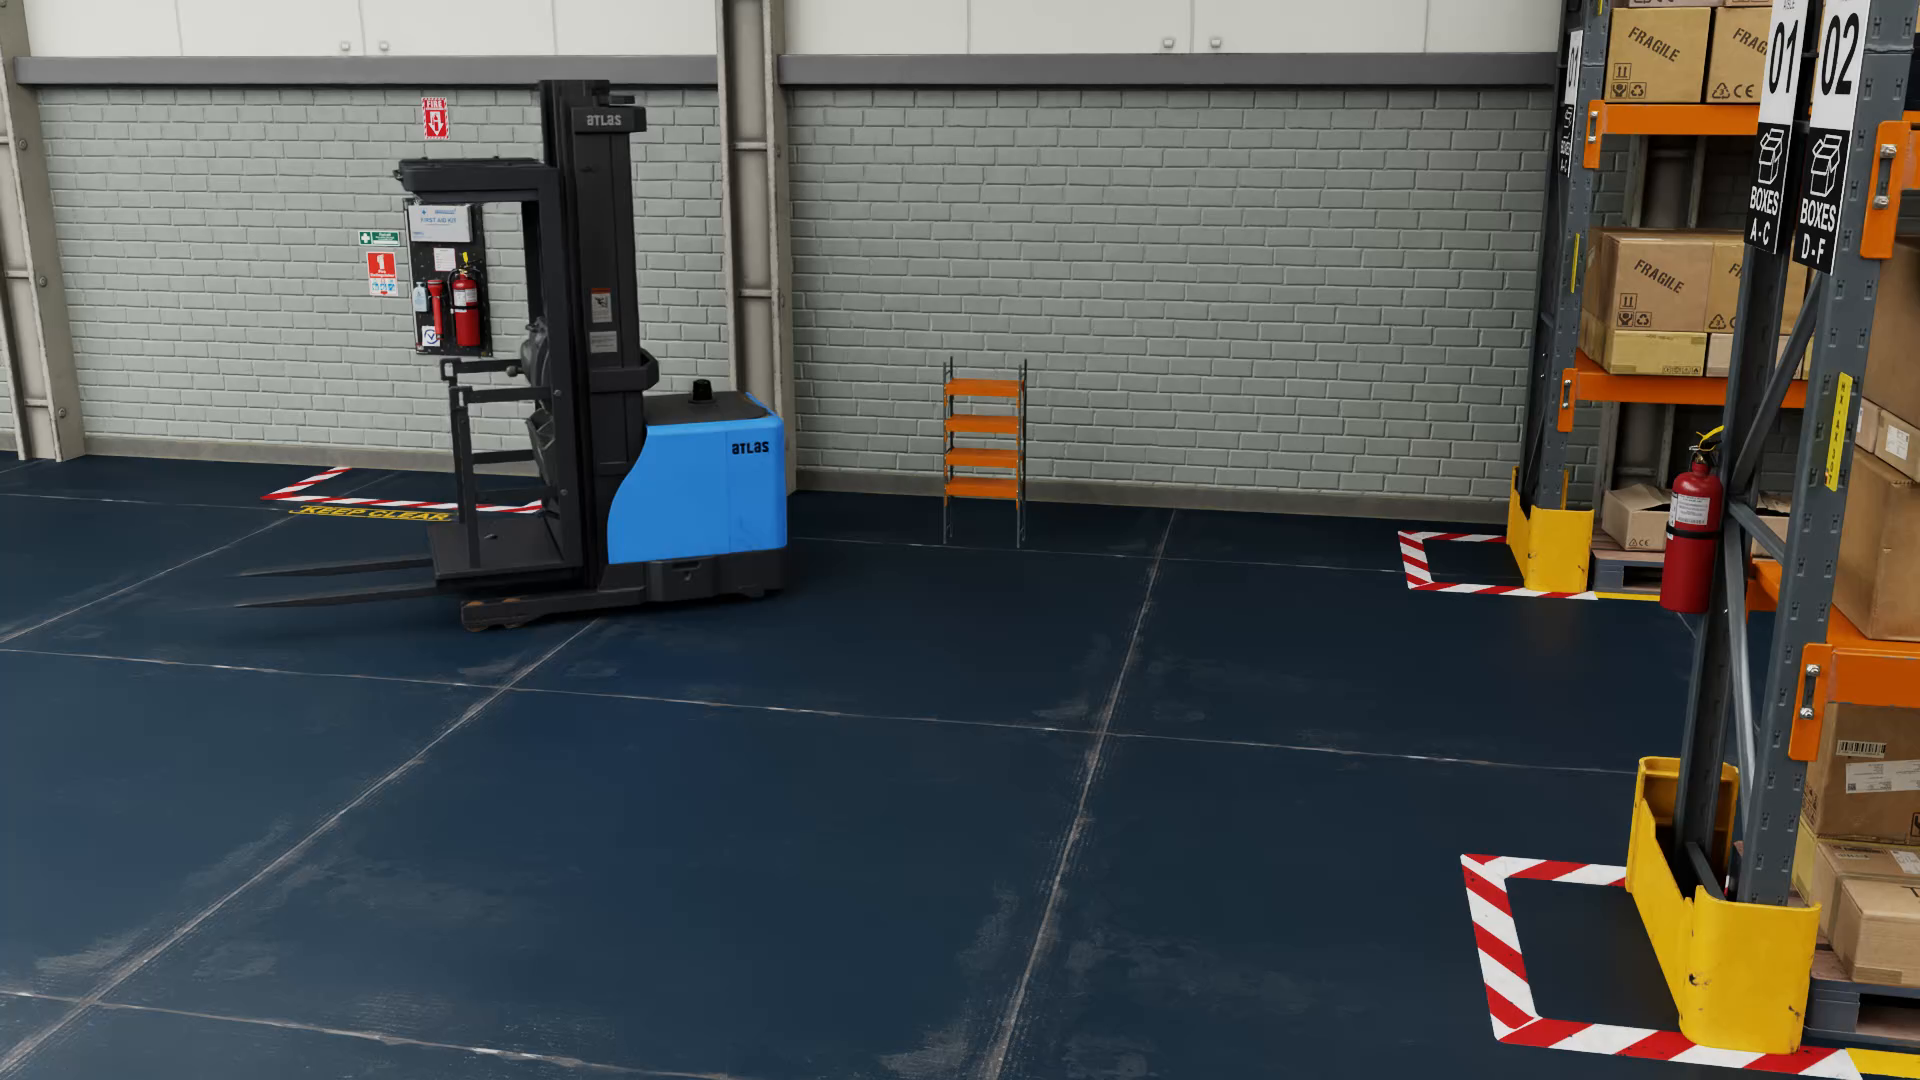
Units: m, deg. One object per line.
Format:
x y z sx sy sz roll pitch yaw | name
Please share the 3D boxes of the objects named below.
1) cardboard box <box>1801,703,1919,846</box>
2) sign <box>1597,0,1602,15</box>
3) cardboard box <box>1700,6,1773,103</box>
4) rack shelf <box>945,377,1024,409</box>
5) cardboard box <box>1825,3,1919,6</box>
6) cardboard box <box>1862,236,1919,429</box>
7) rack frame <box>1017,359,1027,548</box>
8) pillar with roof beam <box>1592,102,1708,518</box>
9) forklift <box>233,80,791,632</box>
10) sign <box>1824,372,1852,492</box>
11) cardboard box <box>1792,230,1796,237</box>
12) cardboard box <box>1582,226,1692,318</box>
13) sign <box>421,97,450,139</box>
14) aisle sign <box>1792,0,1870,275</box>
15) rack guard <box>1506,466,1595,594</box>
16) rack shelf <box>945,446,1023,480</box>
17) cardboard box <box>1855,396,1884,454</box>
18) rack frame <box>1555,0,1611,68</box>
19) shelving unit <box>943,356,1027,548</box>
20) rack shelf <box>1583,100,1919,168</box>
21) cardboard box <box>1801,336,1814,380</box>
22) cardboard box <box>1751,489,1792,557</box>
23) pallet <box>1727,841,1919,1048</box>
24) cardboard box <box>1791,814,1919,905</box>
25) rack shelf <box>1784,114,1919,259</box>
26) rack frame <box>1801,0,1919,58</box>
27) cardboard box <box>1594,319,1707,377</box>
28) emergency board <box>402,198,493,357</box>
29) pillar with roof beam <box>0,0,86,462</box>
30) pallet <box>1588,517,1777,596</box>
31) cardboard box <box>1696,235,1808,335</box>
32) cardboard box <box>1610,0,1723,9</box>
3.187 0.717 5.746 0.500 0.500 0.500 3 16 11 | cardboard box
3.478 -3.016 9.006 0.005 0.325 0.100 3 16 11 | sign
4.383 -2.674 9.182 0.500 0.500 0.500 4 16 15 | cardboard box
0.162 -0.948 10.695 0.480 0.148 0.258 3 16 11 | rack shelf
4.901 -3.129 8.950 0.500 0.500 0.500 4 16 13 | cardboard box
3.109 -0.638 5.058 0.500 0.500 0.700 3 16 11 | cardboard box
0.401 -0.556 10.753 0.015 1.200 0.240 3 16 11 | rack frame
3.586 -3.246 5.852 0.400 9.000 9.100 3 16 11 | pillar with roof beam
-2.569 -1.065 9.345 3.031 2.935 1.130 -5 16 -19 | forklift
2.486 -0.306 4.708 0.005 0.325 0.100 3 16 11 | sign
5.089 -1.565 9.862 0.500 0.500 0.500 3 16 10 | cardboard box
4.090 -1.621 10.063 0.500 0.500 0.500 3 16 10 | cardboard box
-3.838 -3.085 12.167 0.199 0.298 0.001 3 16 11 | sign
2.477 -1.172 4.733 0.004 0.787 0.394 3 16 11 | aisle sign
3.660 -0.083 10.355 0.348 0.500 1.175 3 16 11 | rack guard
0.162 -0.505 10.818 0.480 0.148 0.258 3 16 11 | rack shelf
3.015 -0.386 5.363 0.250 0.149 0.380 3 16 10 | cardboard box
3.586 -4.183 9.235 0.127 3.000 1.000 3 16 11 | rack frame
0.162 -0.569 10.800 0.503 1.200 0.258 3 16 11 | shelving unit
5.546 -2.284 9.347 4.000 0.370 1.077 3 16 11 | rack shelf
5.010 -1.067 9.470 0.500 0.250 0.500 3 16 10 | cardboard box
4.805 -0.117 10.009 0.500 0.311 0.500 4 16 16 | cardboard box
3.360 1.378 5.622 1.213 0.211 1.003 3 16 11 | pallet
3.187 1.078 5.844 0.500 0.250 0.500 3 16 11 | cardboard box
4.562 -0.988 4.668 4.000 0.370 1.077 3 16 11 | rack shelf
2.602 -2.887 4.556 0.127 3.000 1.000 3 16 11 | rack frame
4.001 -1.120 9.659 0.500 0.250 0.500 3 16 9 | cardboard box
-3.850 -1.941 12.381 0.643 1.169 0.194 3 16 11 | emergency board
-8.173 -3.884 8.156 0.400 9.000 9.100 3 16 11 | pillar with roof beam
4.449 0.109 10.204 1.213 0.211 1.003 3 16 11 | pallet
4.476 -1.457 9.473 0.500 0.500 0.500 3 16 11 | cardboard box
3.915 -3.193 9.183 0.500 0.500 0.500 2 16 7 | cardboard box
